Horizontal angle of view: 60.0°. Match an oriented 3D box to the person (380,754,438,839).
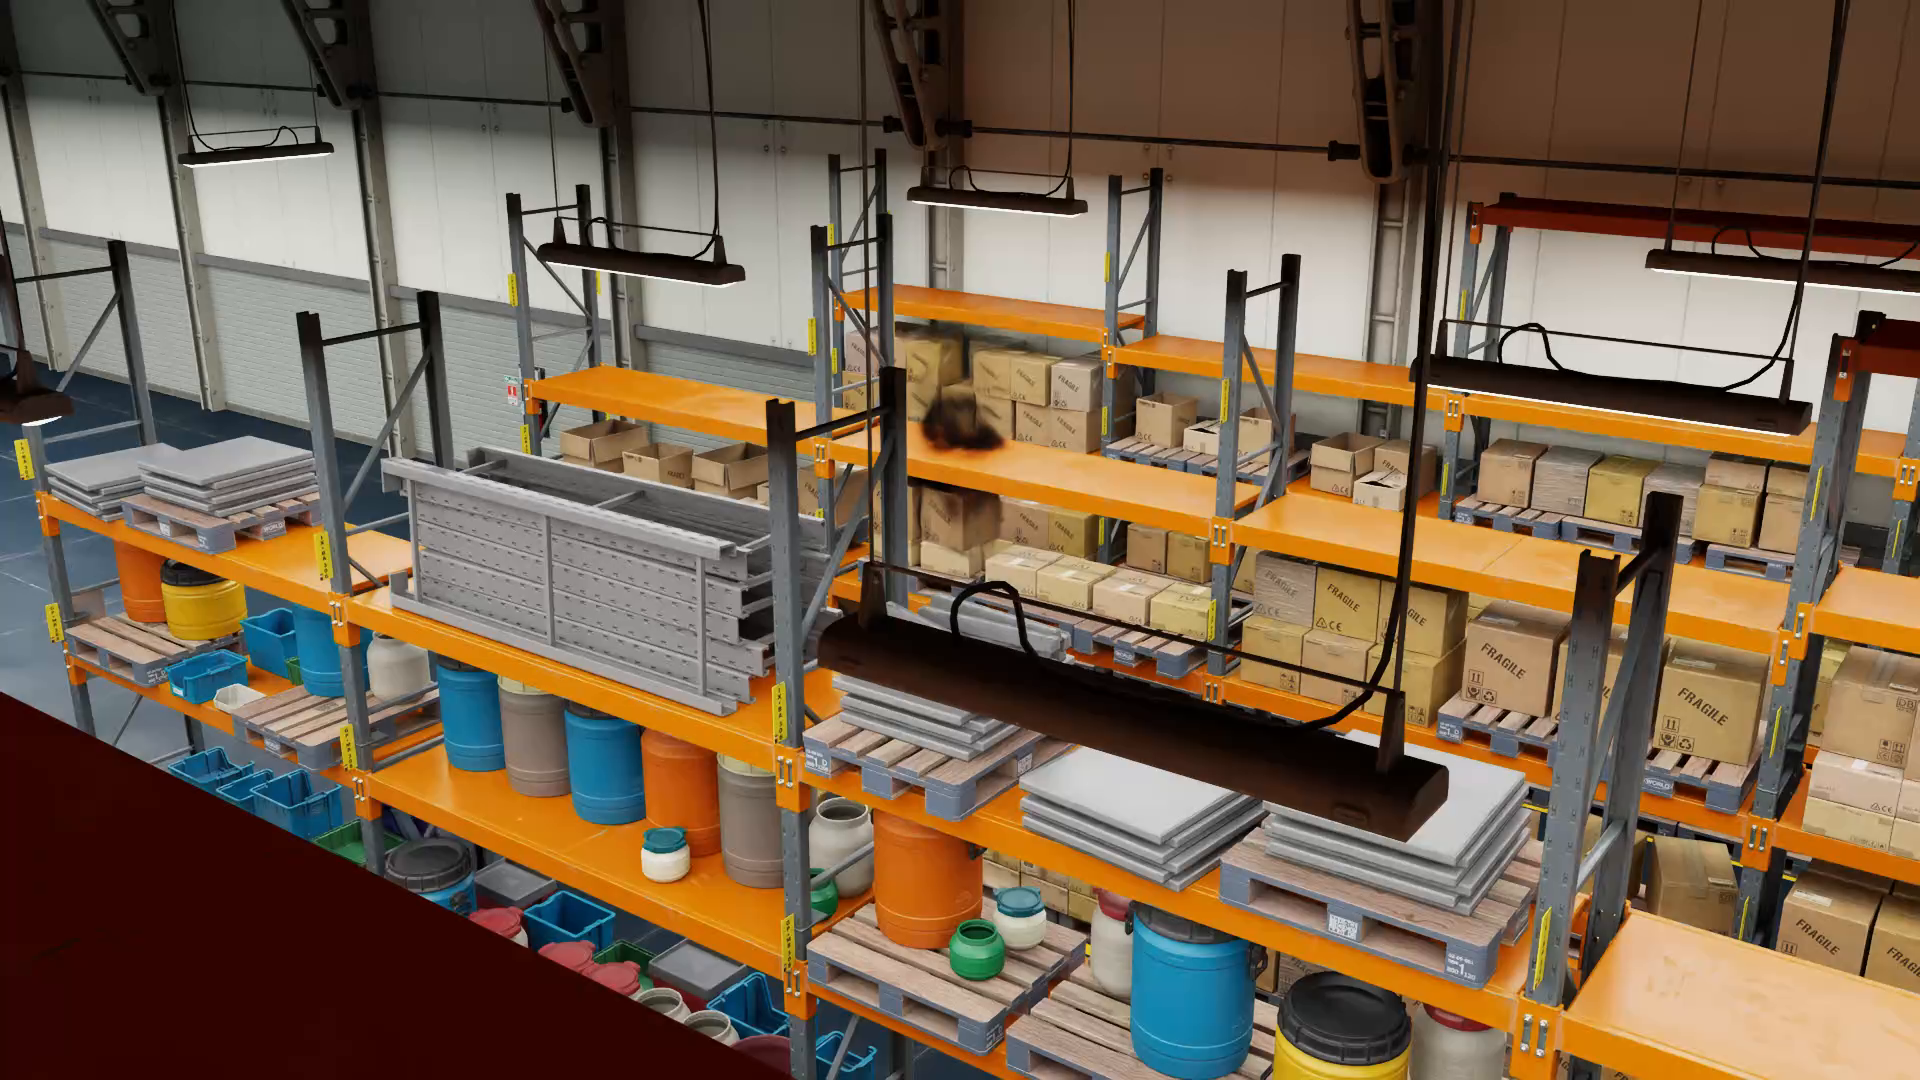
[{"bbox_3d":[-5.290,2.378,15.772,0.680,1.497,0.582,8,20,23],"label":"person"}]
